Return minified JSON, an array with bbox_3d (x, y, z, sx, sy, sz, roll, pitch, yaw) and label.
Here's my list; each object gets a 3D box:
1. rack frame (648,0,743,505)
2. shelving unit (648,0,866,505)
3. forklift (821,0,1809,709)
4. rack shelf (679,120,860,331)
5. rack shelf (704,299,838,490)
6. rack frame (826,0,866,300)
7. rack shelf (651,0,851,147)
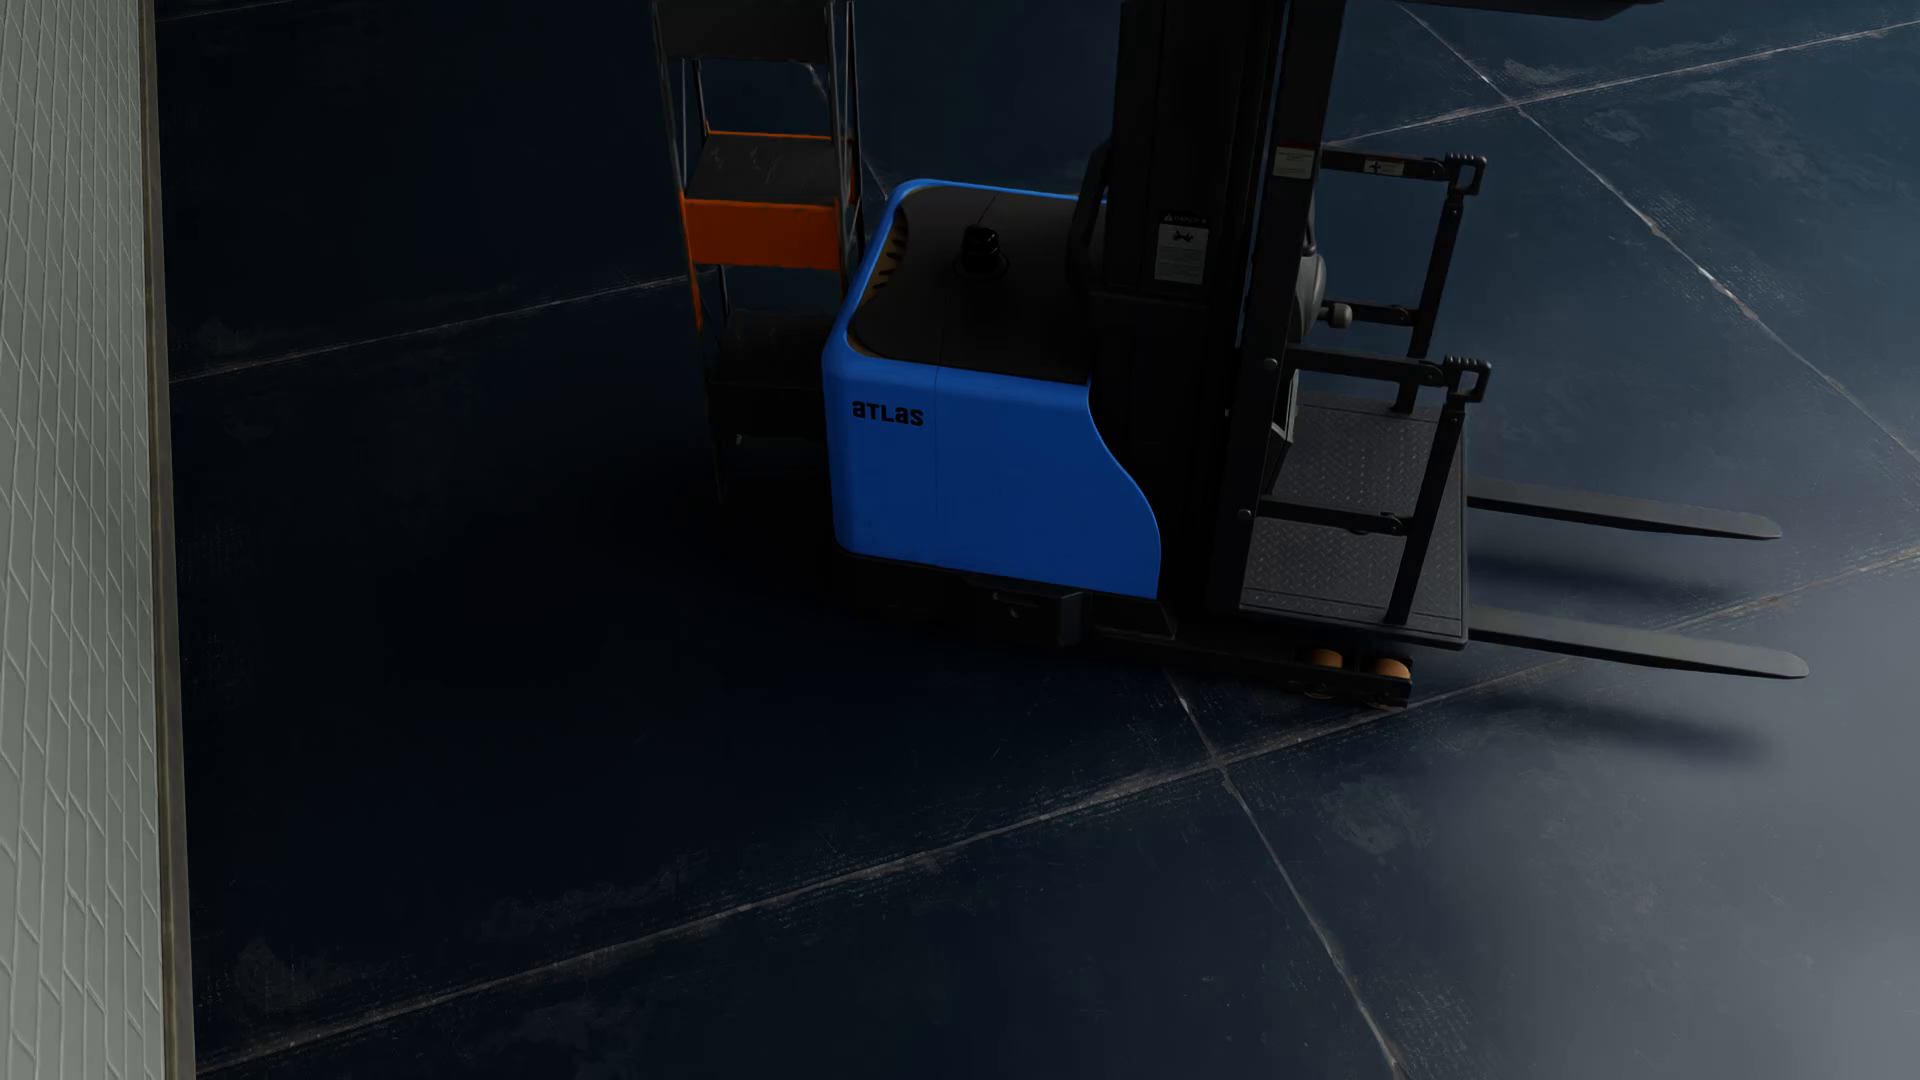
[{"bbox_3d":[-0.825,-1.007,5.271,0.015,2.100,0.400,4,45,4],"label":"rack frame"},{"bbox_3d":[-0.582,-0.992,5.256,0.503,2.100,0.431,4,45,4],"label":"shelving unit"},{"bbox_3d":[1.154,-0.919,4.596,3.031,2.935,1.130,8,46,8],"label":"forklift"},{"bbox_3d":[-0.582,-0.982,5.266,0.480,0.518,0.431,4,45,4],"label":"rack shelf"},{"bbox_3d":[-0.582,-0.488,5.761,0.480,0.518,0.431,4,45,4],"label":"rack shelf"},{"bbox_3d":[-0.339,-0.976,5.241,0.015,2.100,0.400,4,45,4],"label":"rack frame"},{"bbox_3d":[-0.582,-1.476,4.770,0.480,0.518,0.431,4,45,4],"label":"rack shelf"}]
